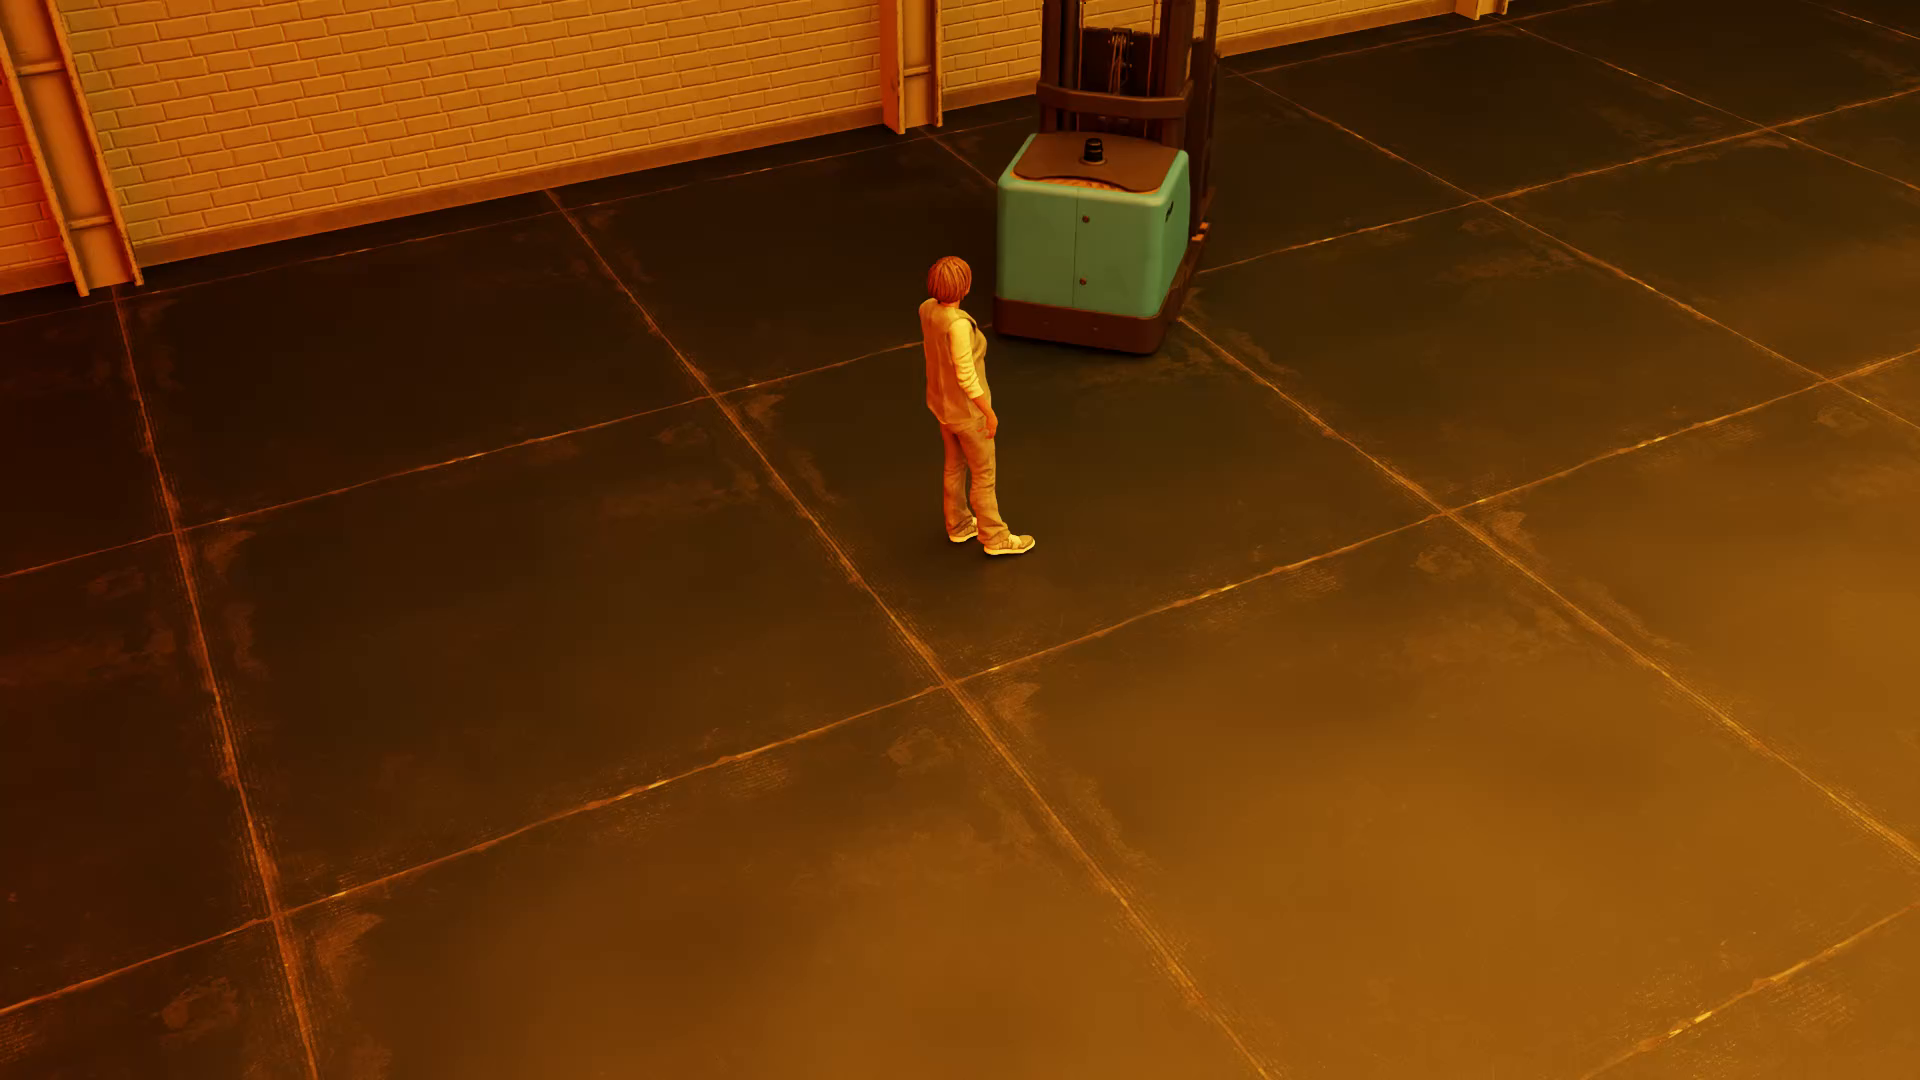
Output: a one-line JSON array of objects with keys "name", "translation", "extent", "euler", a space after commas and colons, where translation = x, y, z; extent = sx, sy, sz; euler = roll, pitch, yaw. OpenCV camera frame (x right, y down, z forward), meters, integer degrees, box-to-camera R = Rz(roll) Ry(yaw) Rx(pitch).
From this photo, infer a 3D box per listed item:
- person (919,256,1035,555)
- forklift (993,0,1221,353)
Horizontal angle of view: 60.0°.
[{"name": "person", "translation": [0.072, -0.671, 8.216], "extent": [0.473, 1.599, 0.521], "euler": [-17, 39, -23]}, {"name": "forklift", "translation": [1.121, -3.184, 10.628], "extent": [1.130, 2.935, 3.031], "euler": [10, 36, 14]}]
